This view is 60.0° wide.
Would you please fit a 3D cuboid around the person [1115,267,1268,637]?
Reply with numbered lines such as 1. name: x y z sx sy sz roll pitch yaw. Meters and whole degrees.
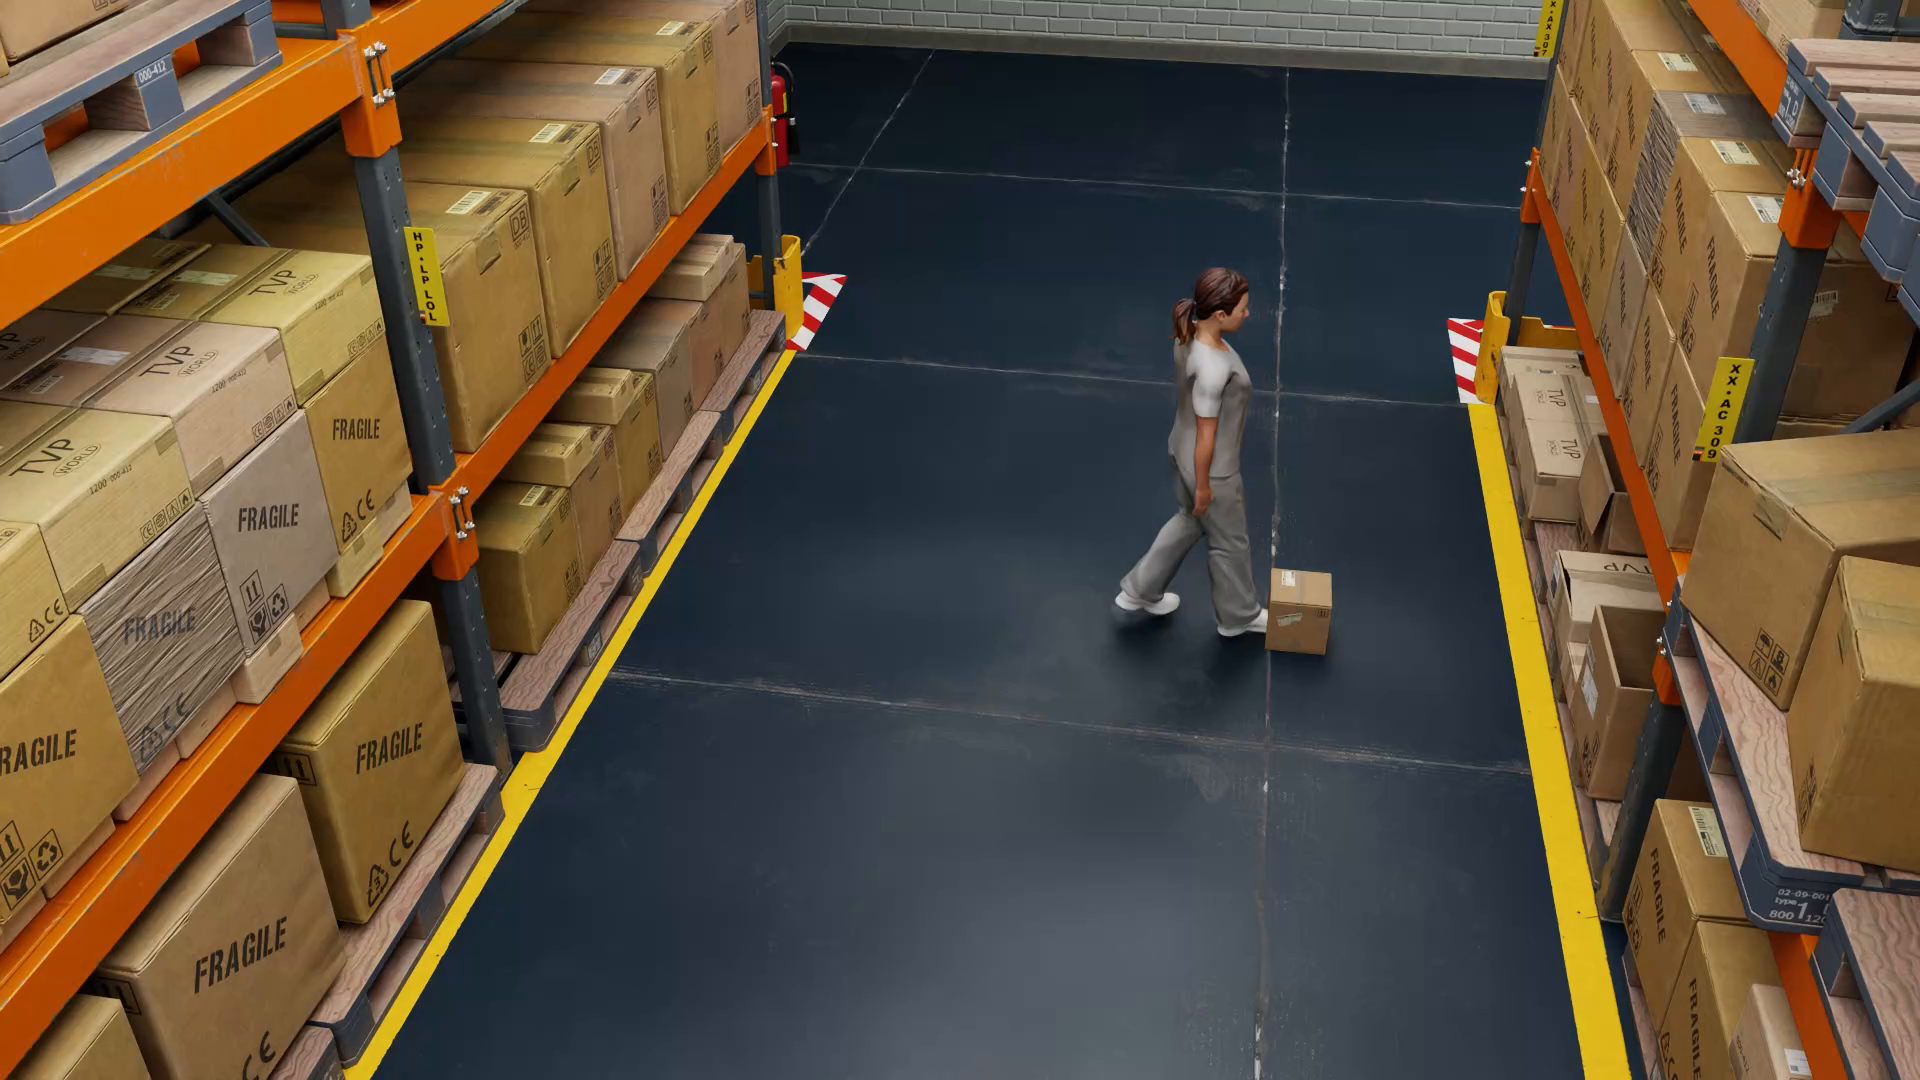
1. person: 1.027 -0.313 6.625 0.718 1.642 0.467 -5 33 -8
